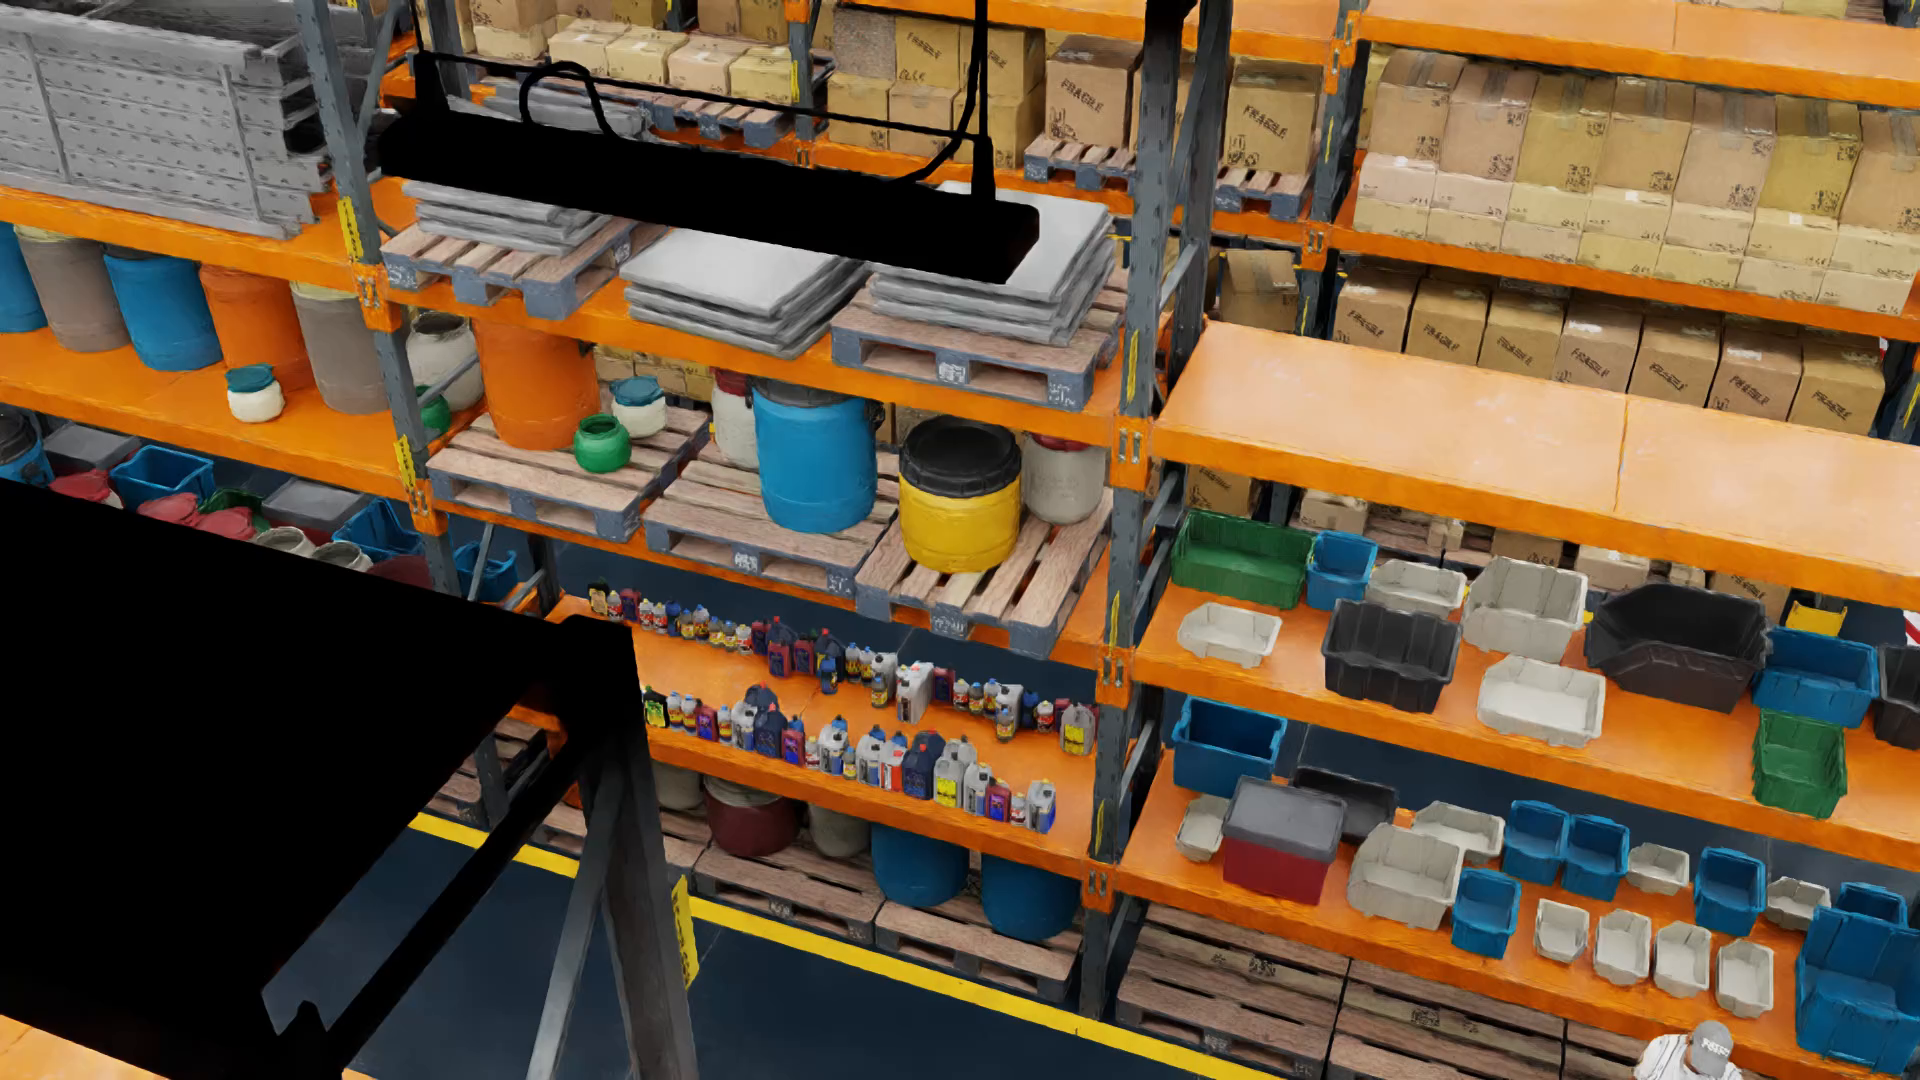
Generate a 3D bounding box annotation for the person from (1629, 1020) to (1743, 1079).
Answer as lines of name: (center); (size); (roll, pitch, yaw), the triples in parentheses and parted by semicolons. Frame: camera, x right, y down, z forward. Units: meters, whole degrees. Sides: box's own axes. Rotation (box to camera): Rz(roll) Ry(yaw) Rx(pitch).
person: (3.454, 2.884, 8.082); (0.667, 1.661, 0.407); (28, 45, 32)
